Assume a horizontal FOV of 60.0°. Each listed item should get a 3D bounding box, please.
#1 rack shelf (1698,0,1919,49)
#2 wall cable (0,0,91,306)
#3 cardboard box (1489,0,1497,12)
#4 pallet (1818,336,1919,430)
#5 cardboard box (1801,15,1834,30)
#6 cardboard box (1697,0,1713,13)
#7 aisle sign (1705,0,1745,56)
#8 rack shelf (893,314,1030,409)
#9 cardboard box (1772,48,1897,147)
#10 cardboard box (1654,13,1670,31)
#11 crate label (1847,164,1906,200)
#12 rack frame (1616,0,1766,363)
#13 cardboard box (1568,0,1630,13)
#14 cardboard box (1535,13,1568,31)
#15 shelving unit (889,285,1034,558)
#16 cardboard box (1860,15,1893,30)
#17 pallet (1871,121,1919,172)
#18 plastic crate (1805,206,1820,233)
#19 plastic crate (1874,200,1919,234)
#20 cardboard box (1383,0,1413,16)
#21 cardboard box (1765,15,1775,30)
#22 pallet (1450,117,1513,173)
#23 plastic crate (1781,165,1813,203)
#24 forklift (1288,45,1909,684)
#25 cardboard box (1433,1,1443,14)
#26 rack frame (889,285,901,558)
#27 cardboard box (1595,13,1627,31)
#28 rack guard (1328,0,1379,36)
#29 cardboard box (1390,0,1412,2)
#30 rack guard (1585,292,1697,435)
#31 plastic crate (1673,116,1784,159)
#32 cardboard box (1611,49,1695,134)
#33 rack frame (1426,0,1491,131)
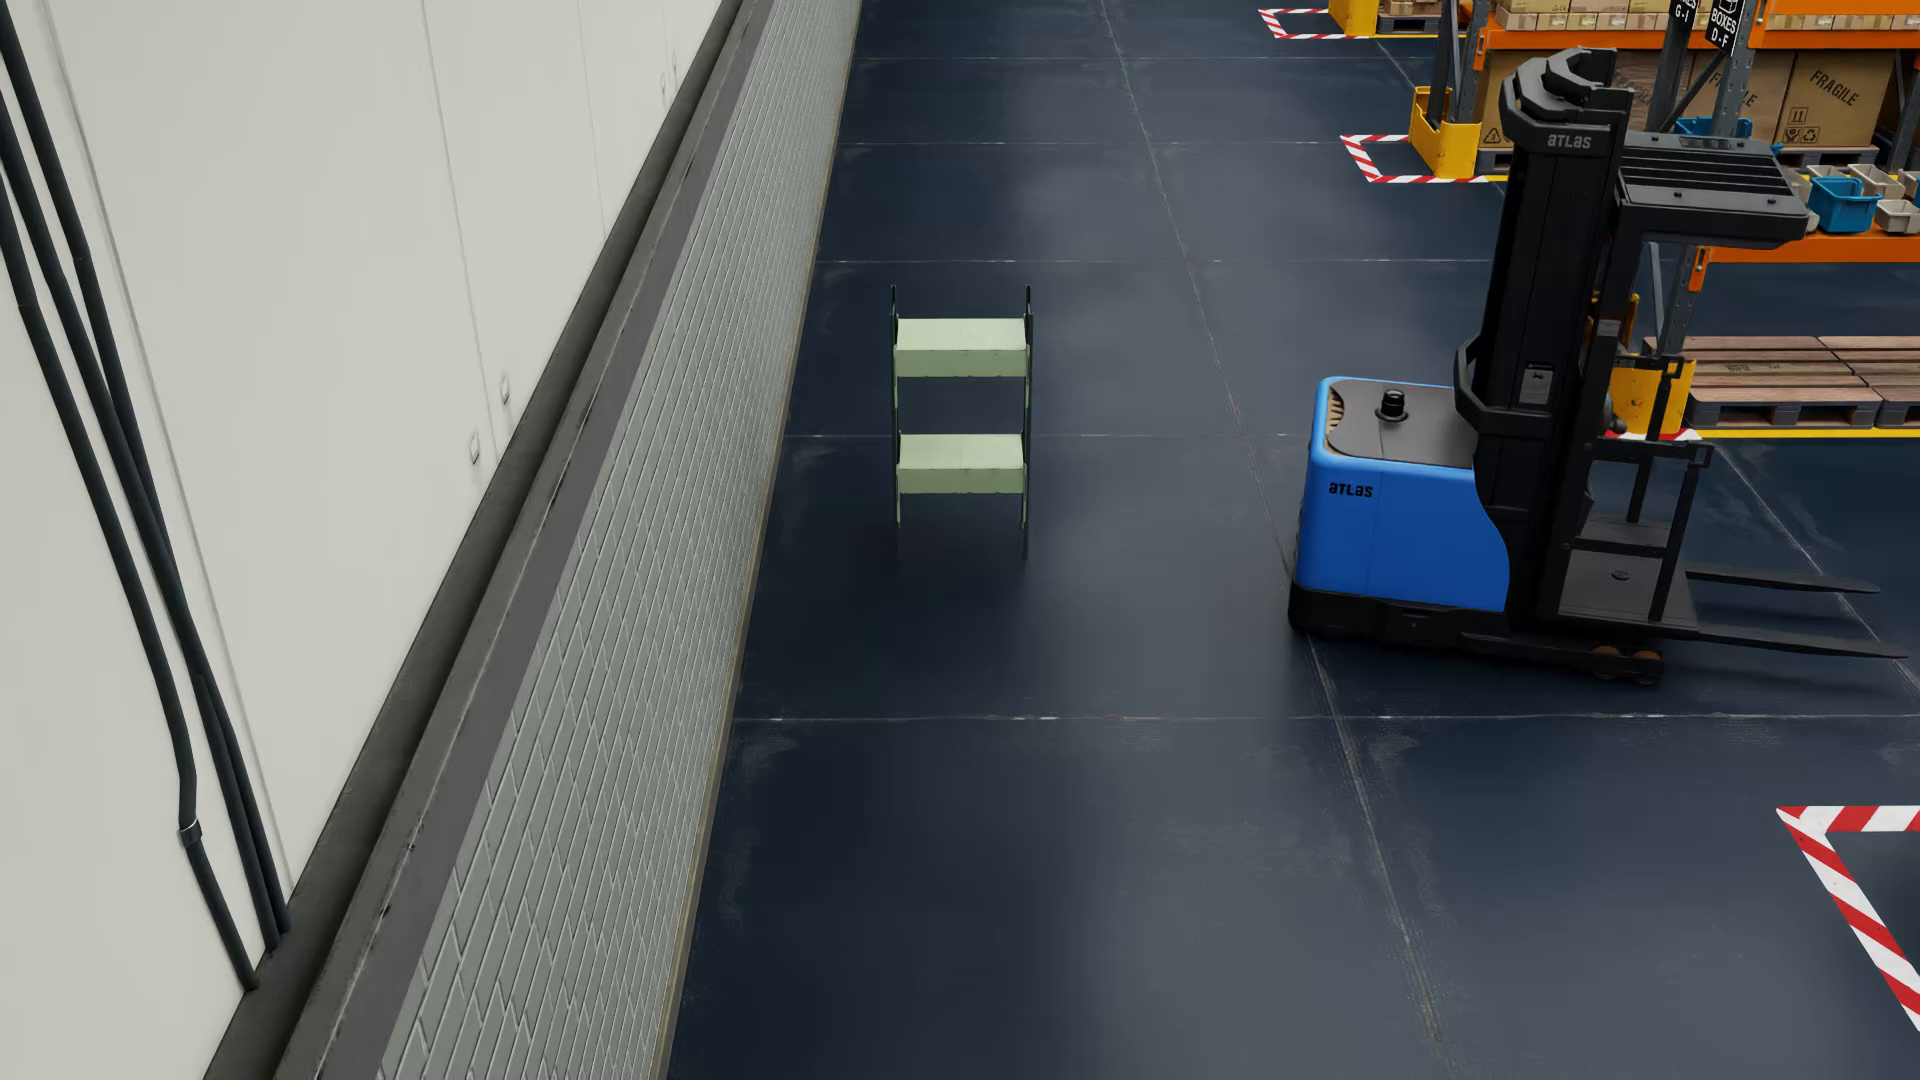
[{"bbox_3d":[6.526,-3.258,9.919,4.000,0.370,1.077,0,31,0],"label":"rack shelf"},{"bbox_3d":[-1.089,-2.105,2.559,0.112,2.526,3.097,0,31,0],"label":"wall cable"},{"bbox_3d":[4.850,-4.911,15.083,0.250,0.149,0.380,0,31,1],"label":"cardboard box"},{"bbox_3d":[6.568,-1.069,11.198,1.213,0.211,1.003,0,31,0],"label":"pallet"},{"bbox_3d":[7.422,-4.578,14.535,0.250,0.149,0.380,0,31,1],"label":"cardboard box"},{"bbox_3d":[6.522,-4.780,14.483,0.500,0.250,0.500,-1,31,-1],"label":"cardboard box"},{"bbox_3d":[4.456,-3.234,9.571,0.004,0.787,0.394,0,31,0],"label":"aisle sign"},{"bbox_3d":[0.007,-0.975,9.048,0.720,0.370,0.431,0,31,0],"label":"rack shelf"},{"bbox_3d":[7.835,-4.169,15.262,0.875,0.875,0.875,0,31,0],"label":"cardboard box"},{"bbox_3d":[6.139,-4.574,14.528,0.250,0.149,0.380,0,31,-1],"label":"cardboard box"},{"bbox_3d":[5.909,-2.293,10.723,0.243,0.136,0.396,0,31,0],"label":"crate label"},{"bbox_3d":[4.526,-2.277,10.500,0.127,3.000,1.000,0,31,0],"label":"rack frame"},{"bbox_3d":[5.497,-4.776,14.476,0.500,0.250,0.500,-1,31,-1],"label":"cardboard box"},{"bbox_3d":[5.110,-4.570,14.522,0.250,0.149,0.380,-1,31,-1],"label":"cardboard box"},{"bbox_3d":[0.007,-0.641,9.250,0.755,1.500,0.431,0,31,0],"label":"shelving unit"},{"bbox_3d":[7.935,-4.579,14.537,0.250,0.149,0.380,0,31,1],"label":"cardboard box"},{"bbox_3d":[9.267,-3.708,15.547,1.213,0.211,1.003,0,31,0],"label":"pallet"},{"bbox_3d":[5.096,-1.978,10.204,0.298,0.136,0.250,0,31,0],"label":"plastic crate"},{"bbox_3d":[5.774,-1.980,10.207,0.298,0.136,0.250,0,31,0],"label":"plastic crate"},{"bbox_3d":[5.093,-6.215,19.335,0.250,0.149,0.380,0,31,1],"label":"cardboard box"},{"bbox_3d":[6.908,-4.576,14.532,0.250,0.149,0.380,-1,31,-1],"label":"cardboard box"},{"bbox_3d":[5.295,-3.697,15.529,1.213,0.211,1.003,0,31,0],"label":"pallet"},{"bbox_3d":[5.340,-2.286,10.712,0.243,0.136,0.396,0,31,0],"label":"plastic crate"},{"bbox_3d":[3.313,-0.827,8.176,3.031,2.935,1.130,7,32,11],"label":"forklift"},{"bbox_3d":[5.603,-6.263,19.414,0.250,0.149,0.380,0,31,0],"label":"cardboard box"},{"bbox_3d":[-0.359,-0.640,9.248,0.023,1.500,0.400,0,31,0],"label":"rack frame"},{"bbox_3d":[5.626,-4.573,14.526,0.250,0.149,0.380,-1,31,-1],"label":"cardboard box"},{"bbox_3d":[4.643,-6.351,19.624,0.348,0.500,1.175,0,31,0],"label":"rack guard"},{"bbox_3d":[5.093,-6.375,19.312,0.250,0.149,0.380,1,31,2],"label":"cardboard box"},{"bbox_3d":[4.502,-1.201,11.137,0.348,0.500,1.175,0,31,0],"label":"rack guard"},{"bbox_3d":[4.860,-2.416,10.637,0.499,0.435,0.616,0,31,0],"label":"plastic crate"},{"bbox_3d":[6.045,-4.164,15.253,0.875,0.875,0.875,0,31,0],"label":"cardboard box"},{"bbox_3d":[4.496,-4.846,14.735,0.127,3.000,1.000,0,31,0],"label":"rack frame"}]
